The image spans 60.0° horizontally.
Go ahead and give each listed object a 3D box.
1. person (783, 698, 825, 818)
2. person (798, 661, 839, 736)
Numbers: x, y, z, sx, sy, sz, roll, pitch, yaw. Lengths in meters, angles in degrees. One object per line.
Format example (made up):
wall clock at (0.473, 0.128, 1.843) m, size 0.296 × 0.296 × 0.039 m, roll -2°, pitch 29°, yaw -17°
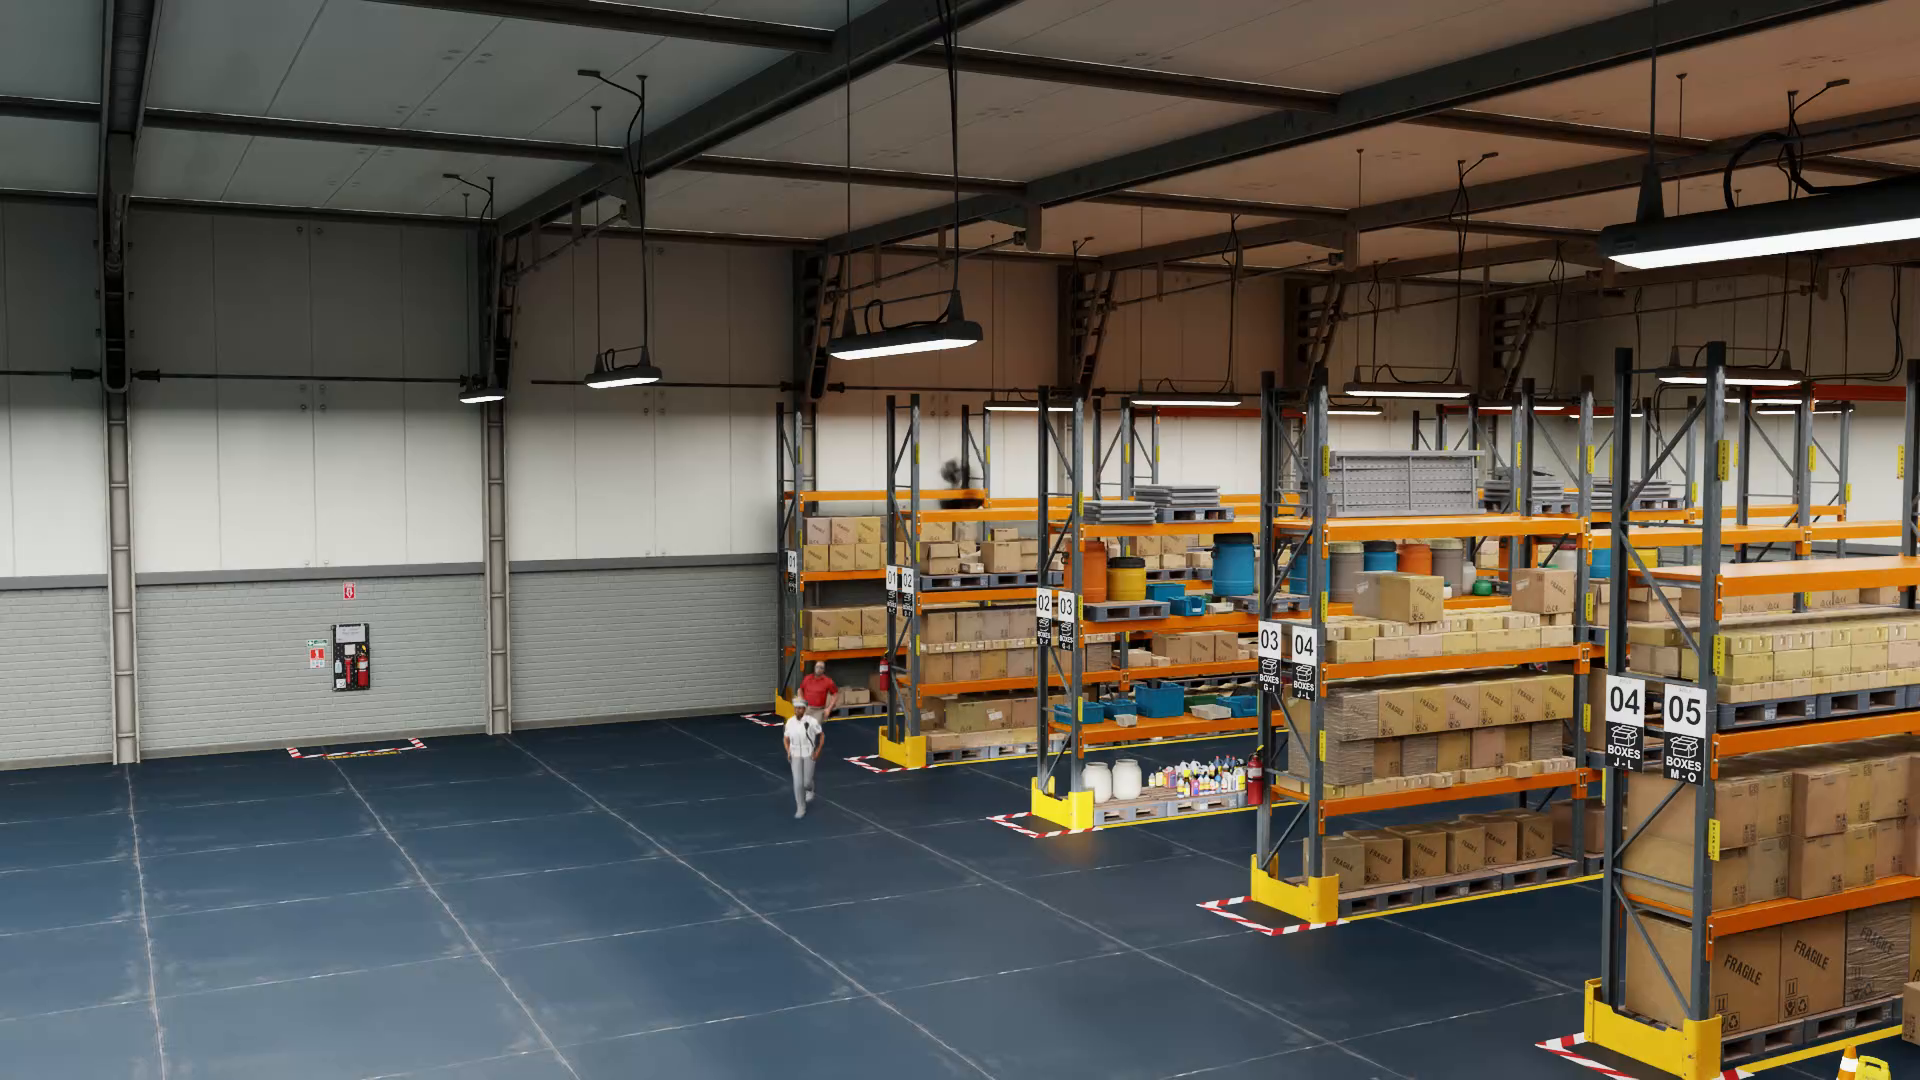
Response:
person at (-2.185, 3.026, 23.321) m, size 0.584 × 1.677 × 0.629 m, roll 0°, pitch 3°, yaw 7°
person at (-2.330, 2.797, 27.059) m, size 0.738 × 1.681 × 0.711 m, roll 1°, pitch 3°, yaw 13°
